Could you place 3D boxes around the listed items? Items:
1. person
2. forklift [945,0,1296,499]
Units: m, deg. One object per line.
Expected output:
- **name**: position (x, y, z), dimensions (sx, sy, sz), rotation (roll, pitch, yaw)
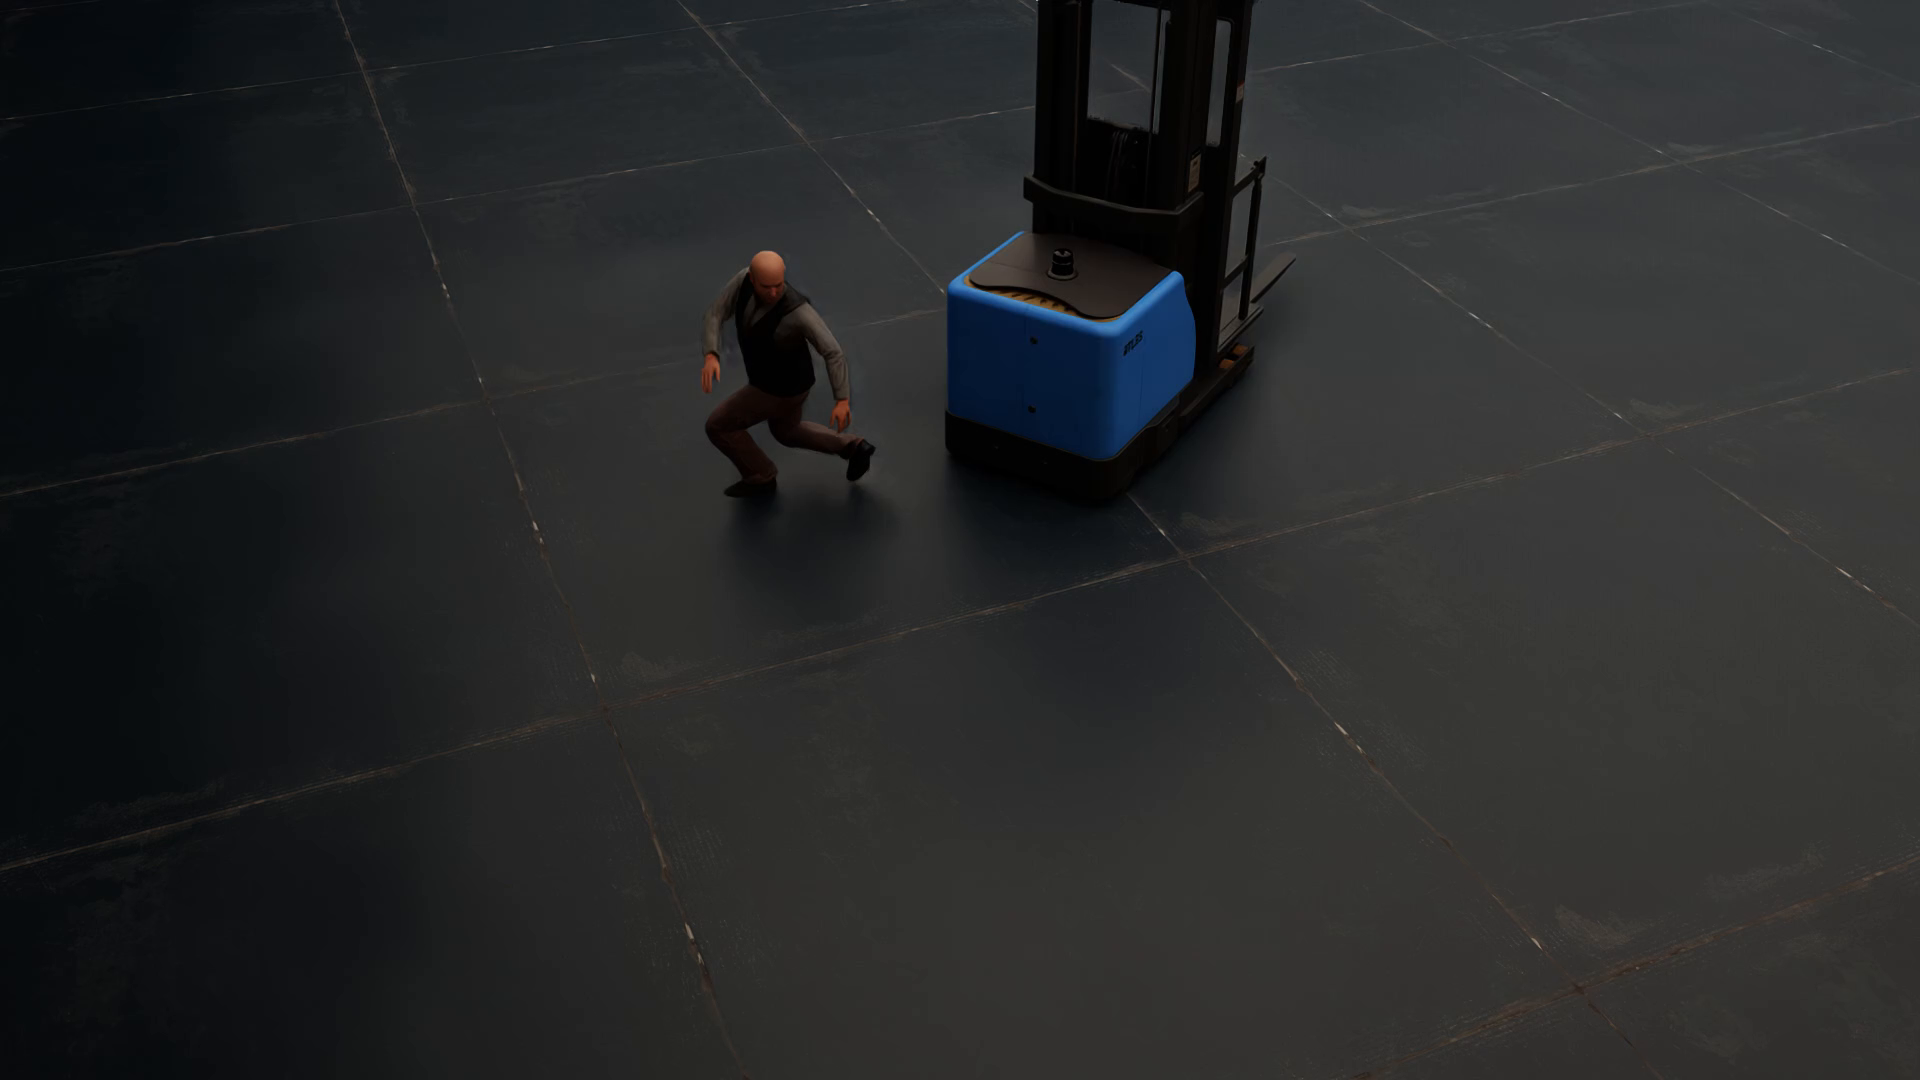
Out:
- **person**: position (-0.891, -0.831, 8.562), dimensions (0.884, 1.498, 0.639), rotation (-6, 36, -9)
- **forklift**: position (1.118, -2.235, 9.242), dimensions (1.130, 2.935, 3.031), rotation (20, 40, 25)
